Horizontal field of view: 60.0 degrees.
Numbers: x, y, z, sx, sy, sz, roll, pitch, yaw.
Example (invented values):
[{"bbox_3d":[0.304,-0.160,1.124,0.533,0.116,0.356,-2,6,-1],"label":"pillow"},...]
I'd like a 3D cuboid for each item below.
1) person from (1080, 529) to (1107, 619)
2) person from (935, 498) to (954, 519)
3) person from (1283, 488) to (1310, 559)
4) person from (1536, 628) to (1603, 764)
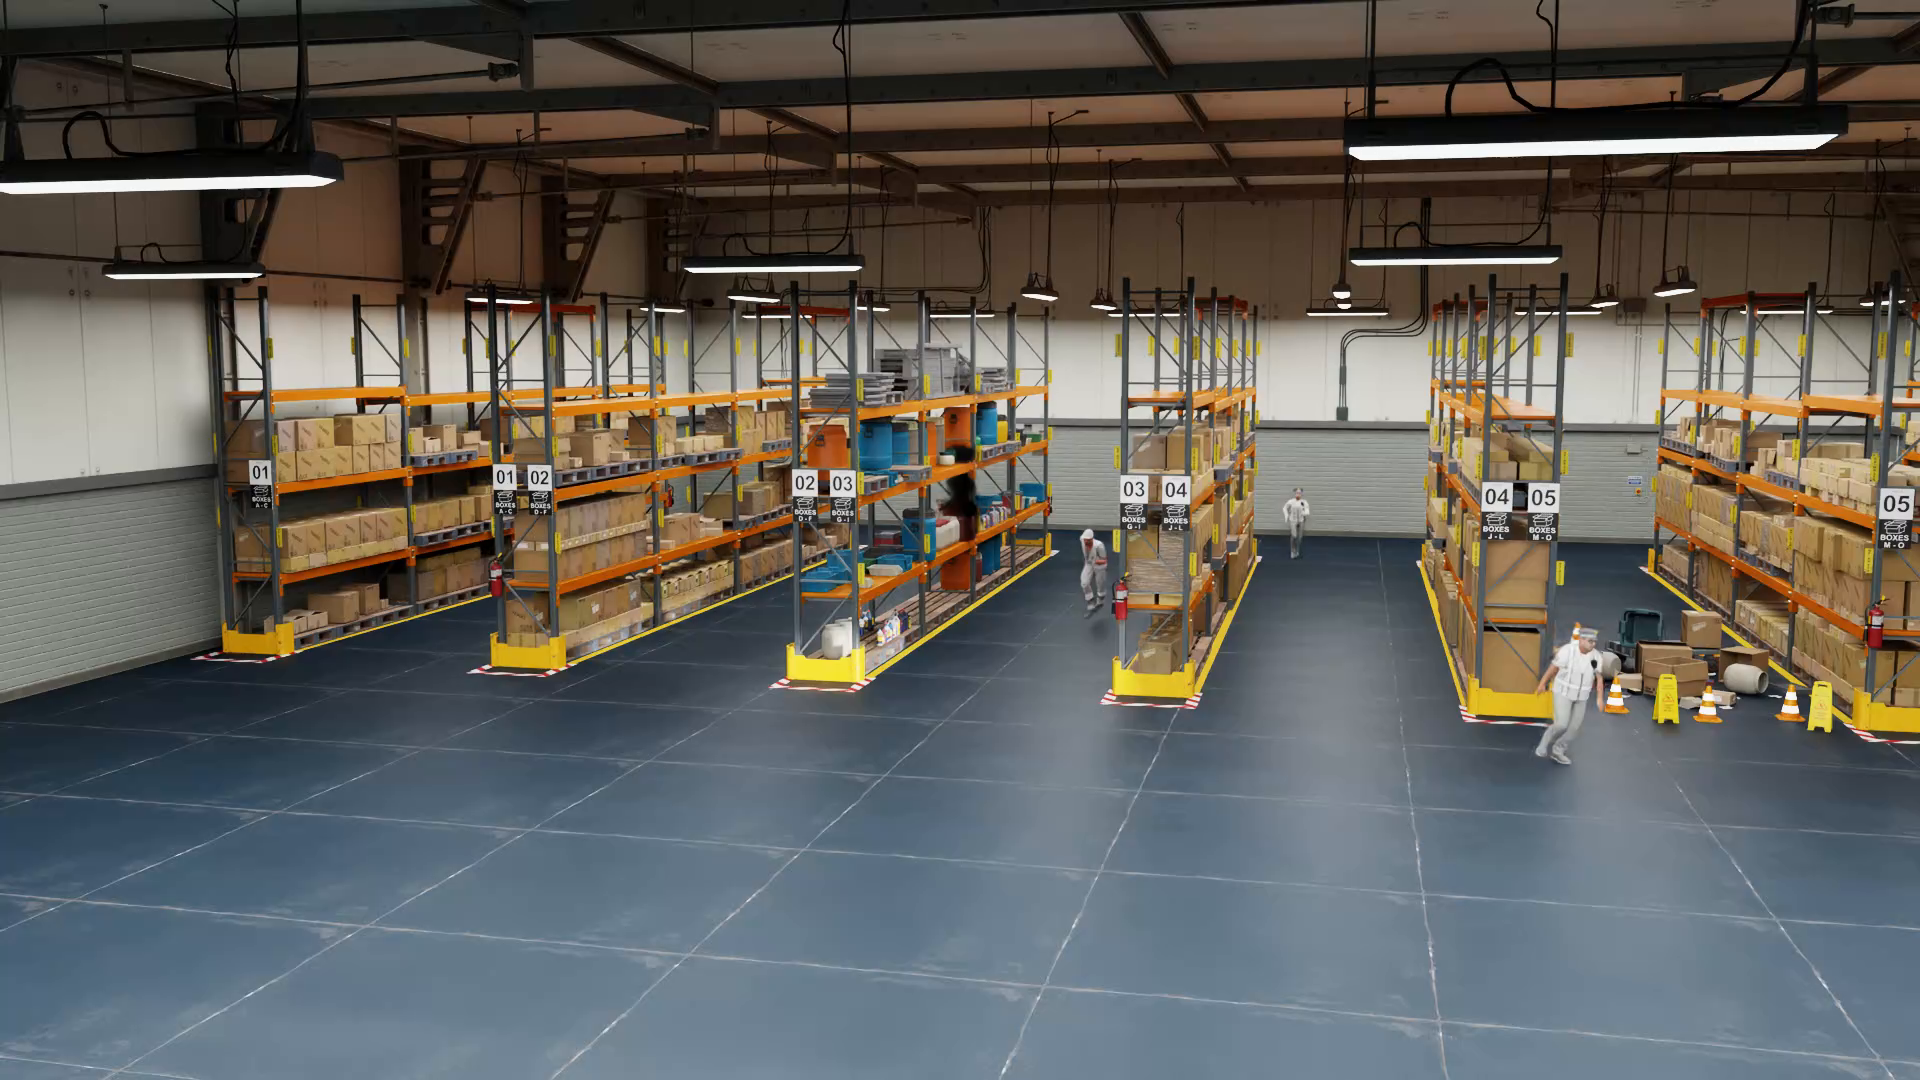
[{"bbox_3d":[2.415,0.574,29.797,0.665,1.631,1.150,3,7,27],"label":"person"},{"bbox_3d":[-0.298,-0.262,39.449,0.630,1.494,0.798,4,8,29],"label":"person"},{"bbox_3d":[8.060,-0.399,39.759,0.567,1.717,0.695,0,7,-2],"label":"person"},{"bbox_3d":[7.348,1.871,20.002,0.681,1.692,0.594,-1,7,-9],"label":"person"}]
